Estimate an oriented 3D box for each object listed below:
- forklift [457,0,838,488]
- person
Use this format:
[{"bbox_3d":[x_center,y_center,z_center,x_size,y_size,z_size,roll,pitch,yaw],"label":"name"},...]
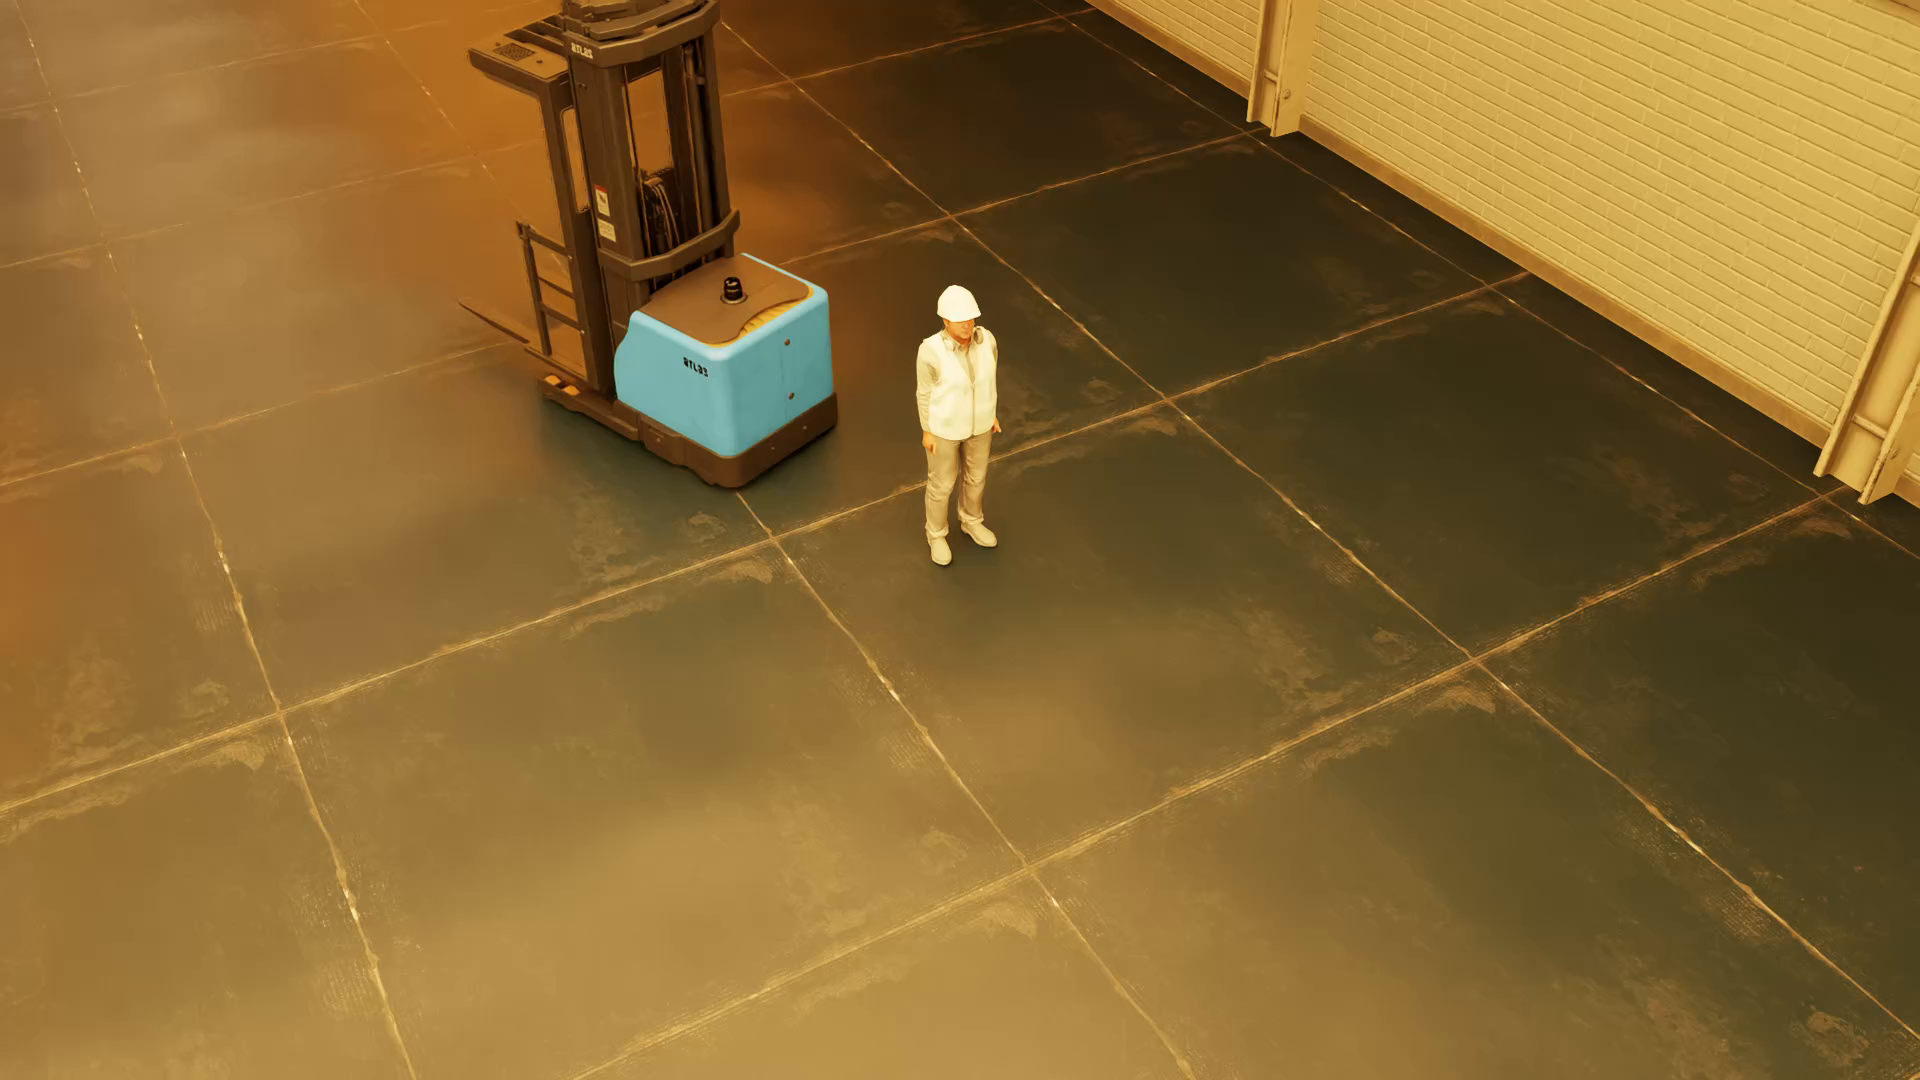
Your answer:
[{"bbox_3d":[-2.280,-2.251,10.750,3.031,2.935,1.130,28,47,29],"label":"forklift"},{"bbox_3d":[0.008,-0.685,9.771,0.525,1.775,0.372,-20,44,-23],"label":"person"}]
